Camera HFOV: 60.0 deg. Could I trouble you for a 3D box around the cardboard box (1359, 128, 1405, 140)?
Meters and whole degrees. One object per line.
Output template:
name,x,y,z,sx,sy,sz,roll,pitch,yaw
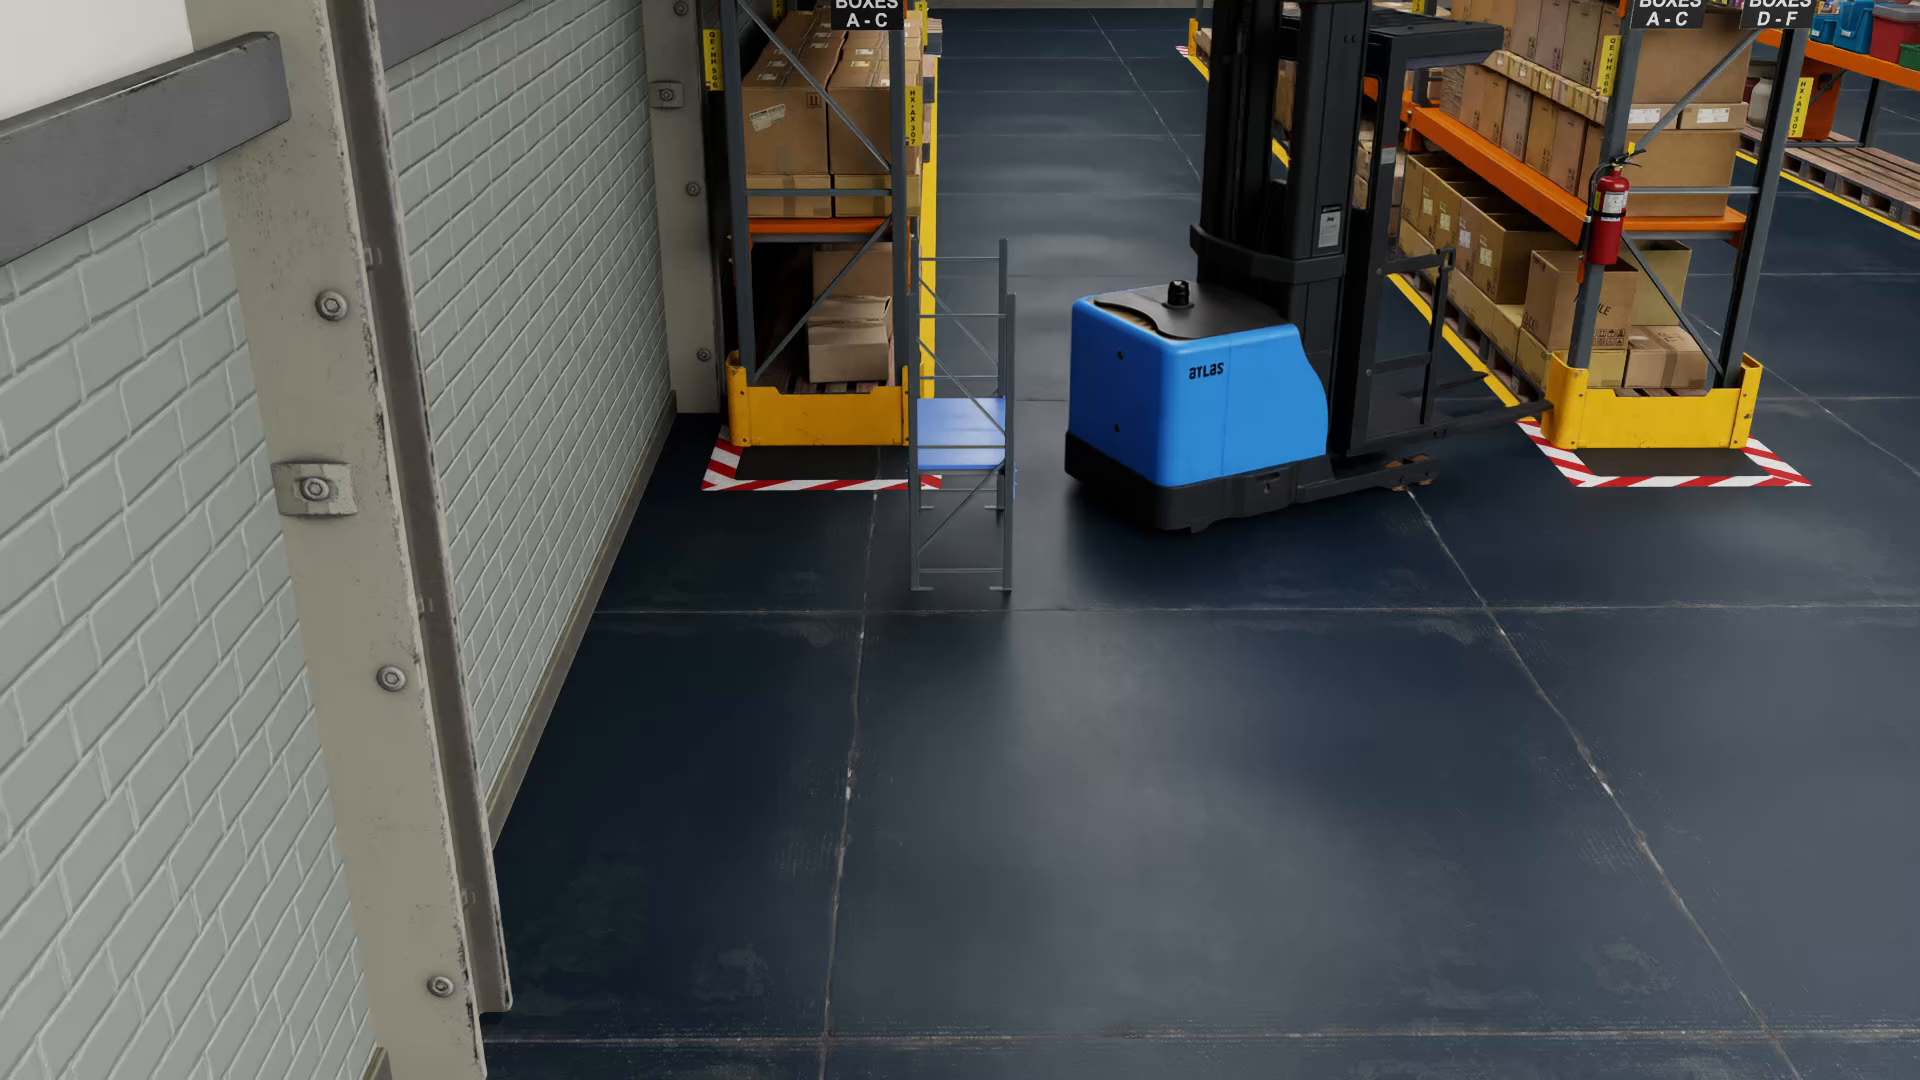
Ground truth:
cardboard box,3.798,-3.630,15.283,0.500,0.311,0.500,-1,24,-1

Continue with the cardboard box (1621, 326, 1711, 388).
cardboard box,4.366,-1.156,10.492,0.500,0.250,0.500,0,24,-1

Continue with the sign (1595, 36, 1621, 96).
sign,3.607,-2.634,9.241,0.100,0.325,0.005,0,24,-1

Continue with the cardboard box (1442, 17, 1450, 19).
cardboard box,4.108,-4.223,14.325,0.500,0.500,0.500,1,24,3

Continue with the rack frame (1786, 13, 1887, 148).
rack frame,9.015,-5.312,16.856,1.000,3.000,0.127,0,24,-1

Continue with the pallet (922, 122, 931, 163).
pallet,-0.825,-4.323,18.051,1.003,0.211,1.213,0,24,-1

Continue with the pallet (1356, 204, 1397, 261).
pallet,4.059,-2.676,14.411,1.003,0.211,1.213,0,24,-1

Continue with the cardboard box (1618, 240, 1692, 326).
cardboard box,4.359,-1.703,10.793,0.500,0.500,0.500,0,24,-1

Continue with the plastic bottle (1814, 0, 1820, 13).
plastic bottle,9.351,-5.822,18.139,0.097,0.271,0.097,0,24,0

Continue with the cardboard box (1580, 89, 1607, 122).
cardboard box,3.950,-2.601,9.952,0.380,0.149,0.250,0,24,1

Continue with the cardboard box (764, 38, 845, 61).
cardboard box,-1.033,-3.075,11.157,0.500,0.500,0.500,0,24,0

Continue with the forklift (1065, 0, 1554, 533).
forklift,2.141,-1.788,9.146,3.031,2.935,1.130,-12,27,-25

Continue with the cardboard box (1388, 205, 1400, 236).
cardboard box,3.811,-2.751,14.021,0.500,0.250,0.500,0,24,-1

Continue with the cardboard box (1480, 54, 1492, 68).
cardboard box,3.927,-3.452,11.834,0.380,0.149,0.250,-1,24,-2

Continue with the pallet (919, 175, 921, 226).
pallet,-0.874,-3.174,15.511,1.003,0.211,1.213,0,24,-1

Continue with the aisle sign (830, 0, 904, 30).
aisle sign,-0.503,-3.128,8.870,0.394,0.787,0.004,0,24,-1

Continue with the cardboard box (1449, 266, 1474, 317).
cardboard box,3.820,-1.771,11.854,0.500,0.250,0.500,0,24,-1

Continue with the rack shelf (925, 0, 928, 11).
rack shelf,-0.913,-5.764,18.728,1.077,0.370,4.000,0,24,-1

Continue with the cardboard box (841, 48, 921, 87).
cardboard box,-0.503,-2.869,10.700,0.500,0.500,0.500,-1,24,-2

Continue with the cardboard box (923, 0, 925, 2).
cardboard box,-0.637,-5.875,17.594,0.500,0.500,0.500,1,24,1

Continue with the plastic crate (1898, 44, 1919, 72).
plastic crate,8.758,-4.284,14.839,0.450,0.188,0.662,0,24,-1

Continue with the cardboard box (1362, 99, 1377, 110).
cardboard box,4.314,-4.271,16.700,0.500,0.311,0.500,0,24,1

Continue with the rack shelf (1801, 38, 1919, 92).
rack shelf,9.037,-4.160,15.182,1.077,0.370,4.000,0,24,-1

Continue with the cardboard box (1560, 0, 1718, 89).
cardboard box,4.145,-3.063,10.186,0.700,0.500,0.500,-1,24,-2

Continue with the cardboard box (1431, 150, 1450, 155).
cardboard box,4.350,-3.215,14.365,0.500,0.311,0.500,-1,24,-1

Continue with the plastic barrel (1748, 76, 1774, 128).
plastic barrel,8.897,-4.804,18.241,0.421,0.512,0.421,0,24,0

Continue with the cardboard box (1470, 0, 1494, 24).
cardboard box,4.124,-3.889,12.013,0.700,0.500,0.500,0,24,-1

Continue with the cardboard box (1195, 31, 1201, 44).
cardboard box,3.636,-7.316,24.211,0.380,0.149,0.250,0,24,-1

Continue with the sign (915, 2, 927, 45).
sign,-0.305,-4.020,12.947,0.100,0.325,0.005,0,24,-1

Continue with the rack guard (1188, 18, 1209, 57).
rack guard,3.976,-7.418,24.545,1.175,0.500,0.348,0,24,-1

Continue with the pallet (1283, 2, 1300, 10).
pallet,3.984,-5.483,17.467,1.213,0.211,1.003,0,24,-1

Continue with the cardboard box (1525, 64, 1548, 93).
cardboard box,3.939,-3.026,10.893,0.380,0.149,0.250,0,24,1

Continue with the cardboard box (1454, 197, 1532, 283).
cardboard box,3.816,-2.113,11.699,0.500,0.500,0.500,0,24,-1

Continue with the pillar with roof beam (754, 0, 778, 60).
pillar with roof beam,2.563,-7.481,14.371,9.100,9.000,0.400,0,24,-1

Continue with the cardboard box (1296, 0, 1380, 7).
cardboard box,3.943,-5.788,17.276,0.700,0.500,0.500,-9,26,-18

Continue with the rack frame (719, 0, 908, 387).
rack frame,-0.804,-1.971,9.469,1.000,3.000,0.127,0,24,-1

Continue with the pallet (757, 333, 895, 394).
pallet,-0.778,-1.067,10.853,1.003,0.211,1.213,0,24,-1

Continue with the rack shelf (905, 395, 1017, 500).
rack shelf,0.001,-0.484,8.437,0.538,0.185,1.000,0,24,-1

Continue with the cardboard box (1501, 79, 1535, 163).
cardboard box,4.137,-2.871,11.337,0.700,0.500,0.500,0,24,1

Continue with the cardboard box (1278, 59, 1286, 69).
cardboard box,3.797,-5.524,18.913,0.500,0.250,0.500,-1,24,-2

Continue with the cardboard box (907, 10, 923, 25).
cardboard box,-0.533,-3.709,12.558,0.500,0.500,0.500,0,24,-1

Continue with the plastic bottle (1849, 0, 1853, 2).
plastic bottle,9.376,-5.575,17.577,0.061,0.283,0.133,0,24,-1

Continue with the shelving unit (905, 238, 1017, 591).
shelving unit,0.001,-0.648,8.363,0.538,1.500,1.048,0,24,-1

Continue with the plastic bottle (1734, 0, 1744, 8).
plastic bottle,8.572,-5.895,18.286,0.061,0.283,0.133,0,24,-1

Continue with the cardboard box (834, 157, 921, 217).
cardboard box,-0.492,-2.115,9.943,0.500,0.250,0.500,-1,24,-2

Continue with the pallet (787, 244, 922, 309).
pallet,-0.805,-2.072,13.076,1.003,0.211,1.213,0,24,-1

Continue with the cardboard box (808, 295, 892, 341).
cardboard box,-0.728,-1.467,11.083,0.500,0.311,0.500,2,24,4
